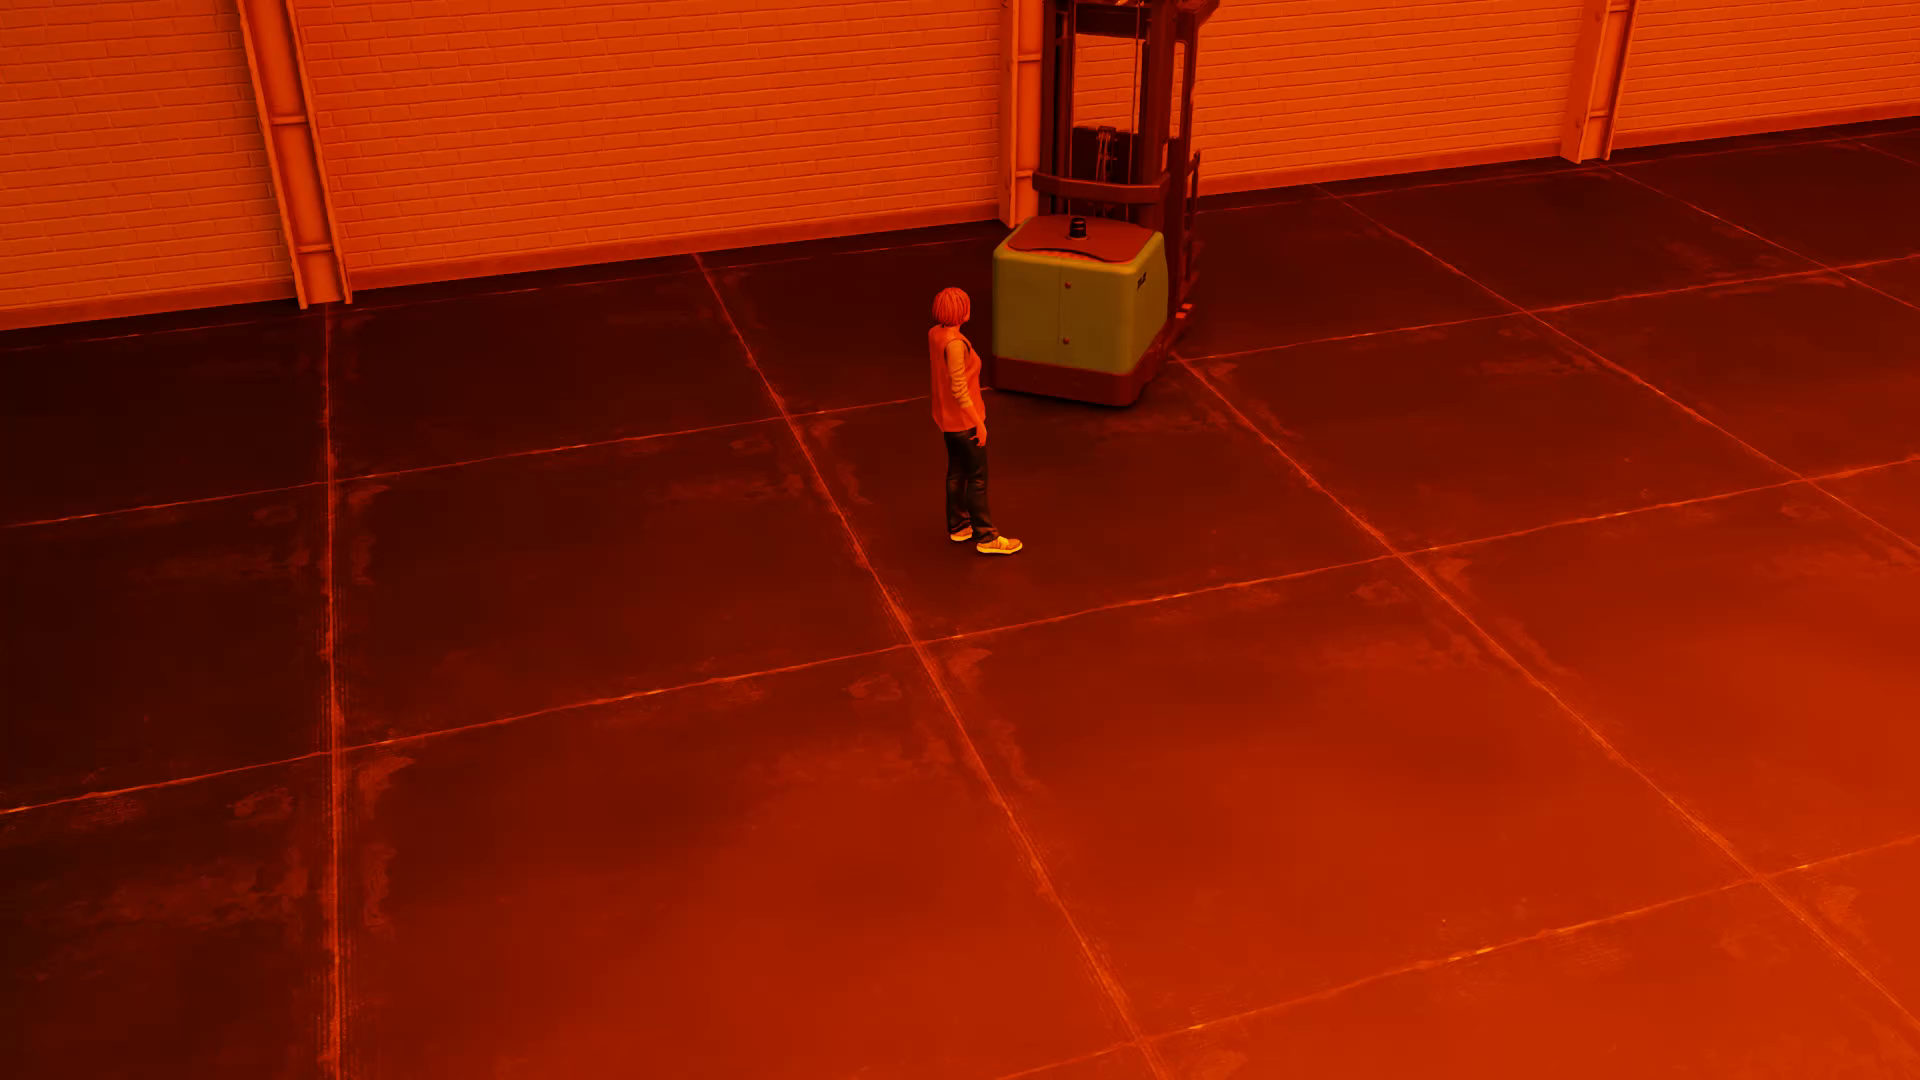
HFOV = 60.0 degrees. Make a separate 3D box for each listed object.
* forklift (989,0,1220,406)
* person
[{"bbox_3d":[1.196,-2.914,12.152,1.130,2.935,3.031,10,32,18],"label":"forklift"},{"bbox_3d":[0.075,-0.704,9.633,0.473,1.599,0.520,-10,31,-16],"label":"person"}]
